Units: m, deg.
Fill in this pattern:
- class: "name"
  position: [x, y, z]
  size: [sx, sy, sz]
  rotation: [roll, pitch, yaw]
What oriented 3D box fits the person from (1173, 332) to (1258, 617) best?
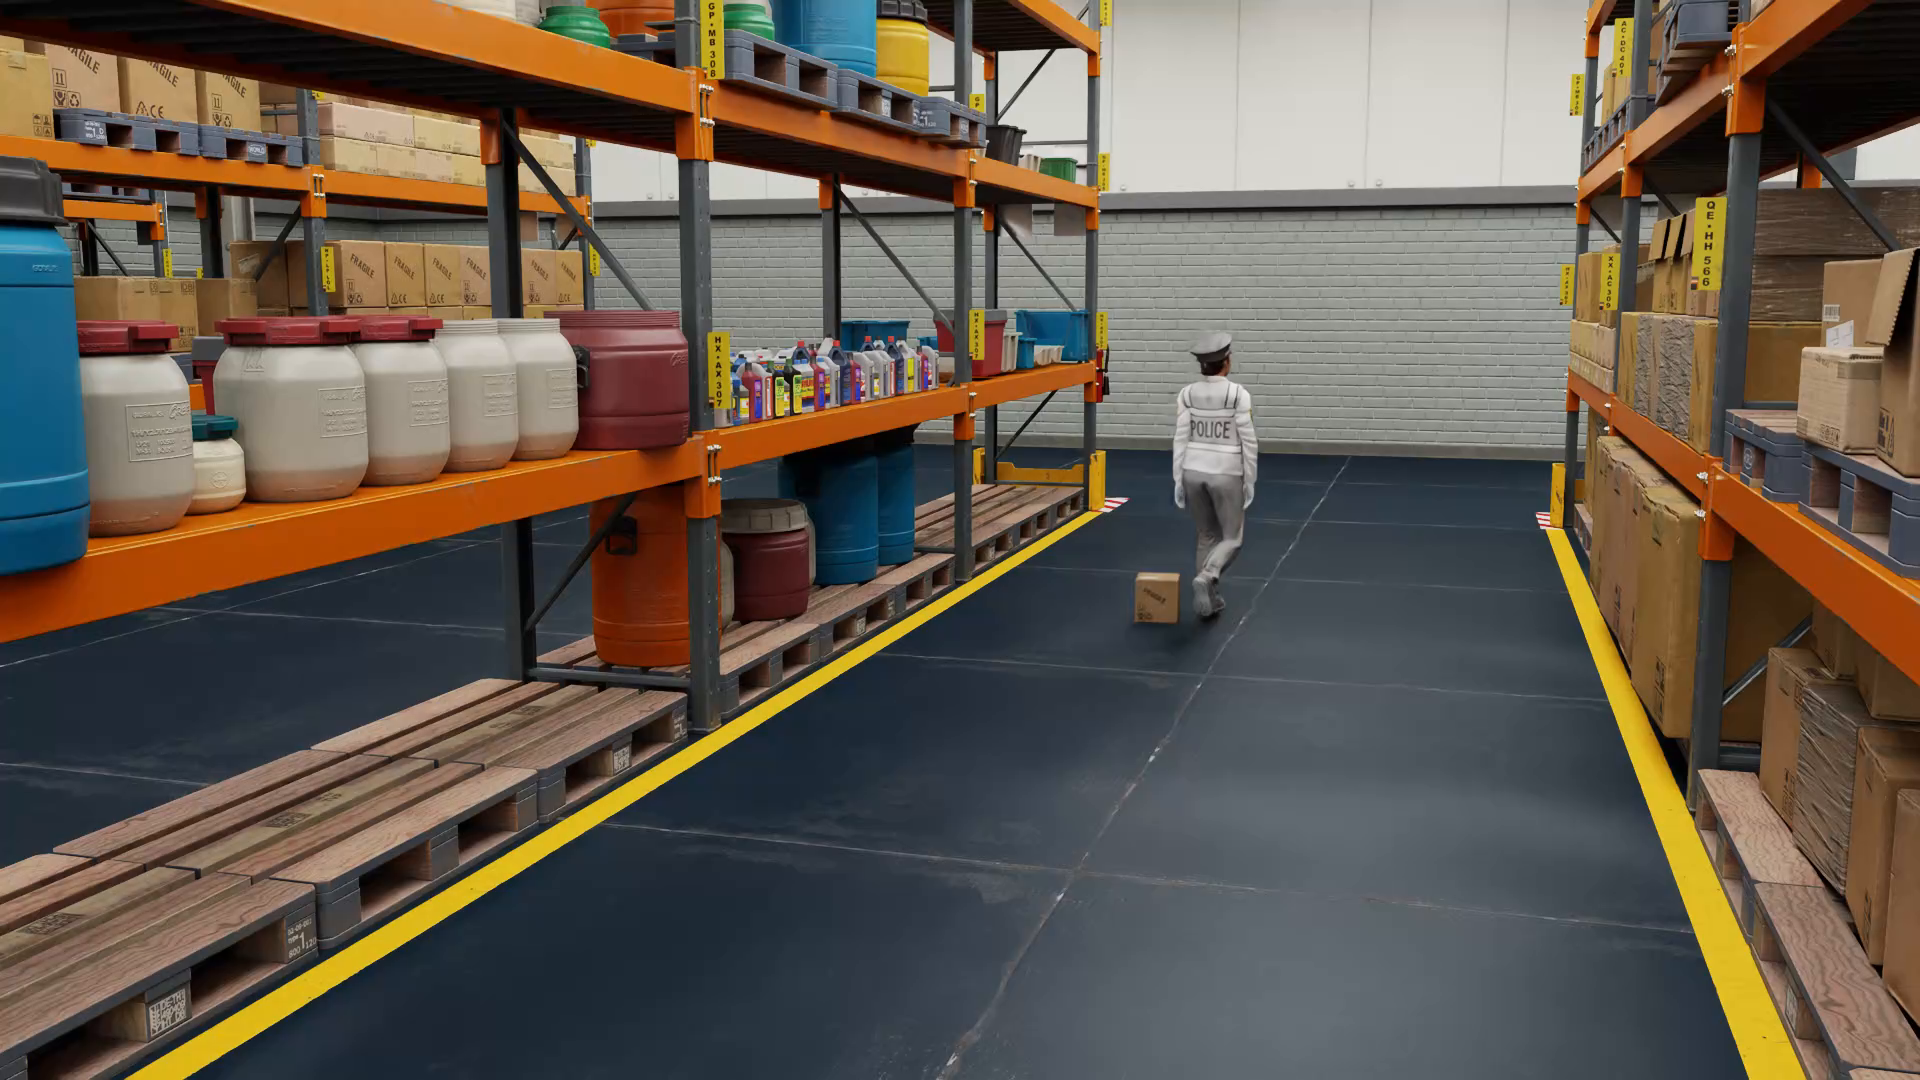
- class: "person"
  position: [1.454, -0.363, 9.580]
  size: [0.501, 1.656, 0.746]
  rotation: [5, 10, 30]
